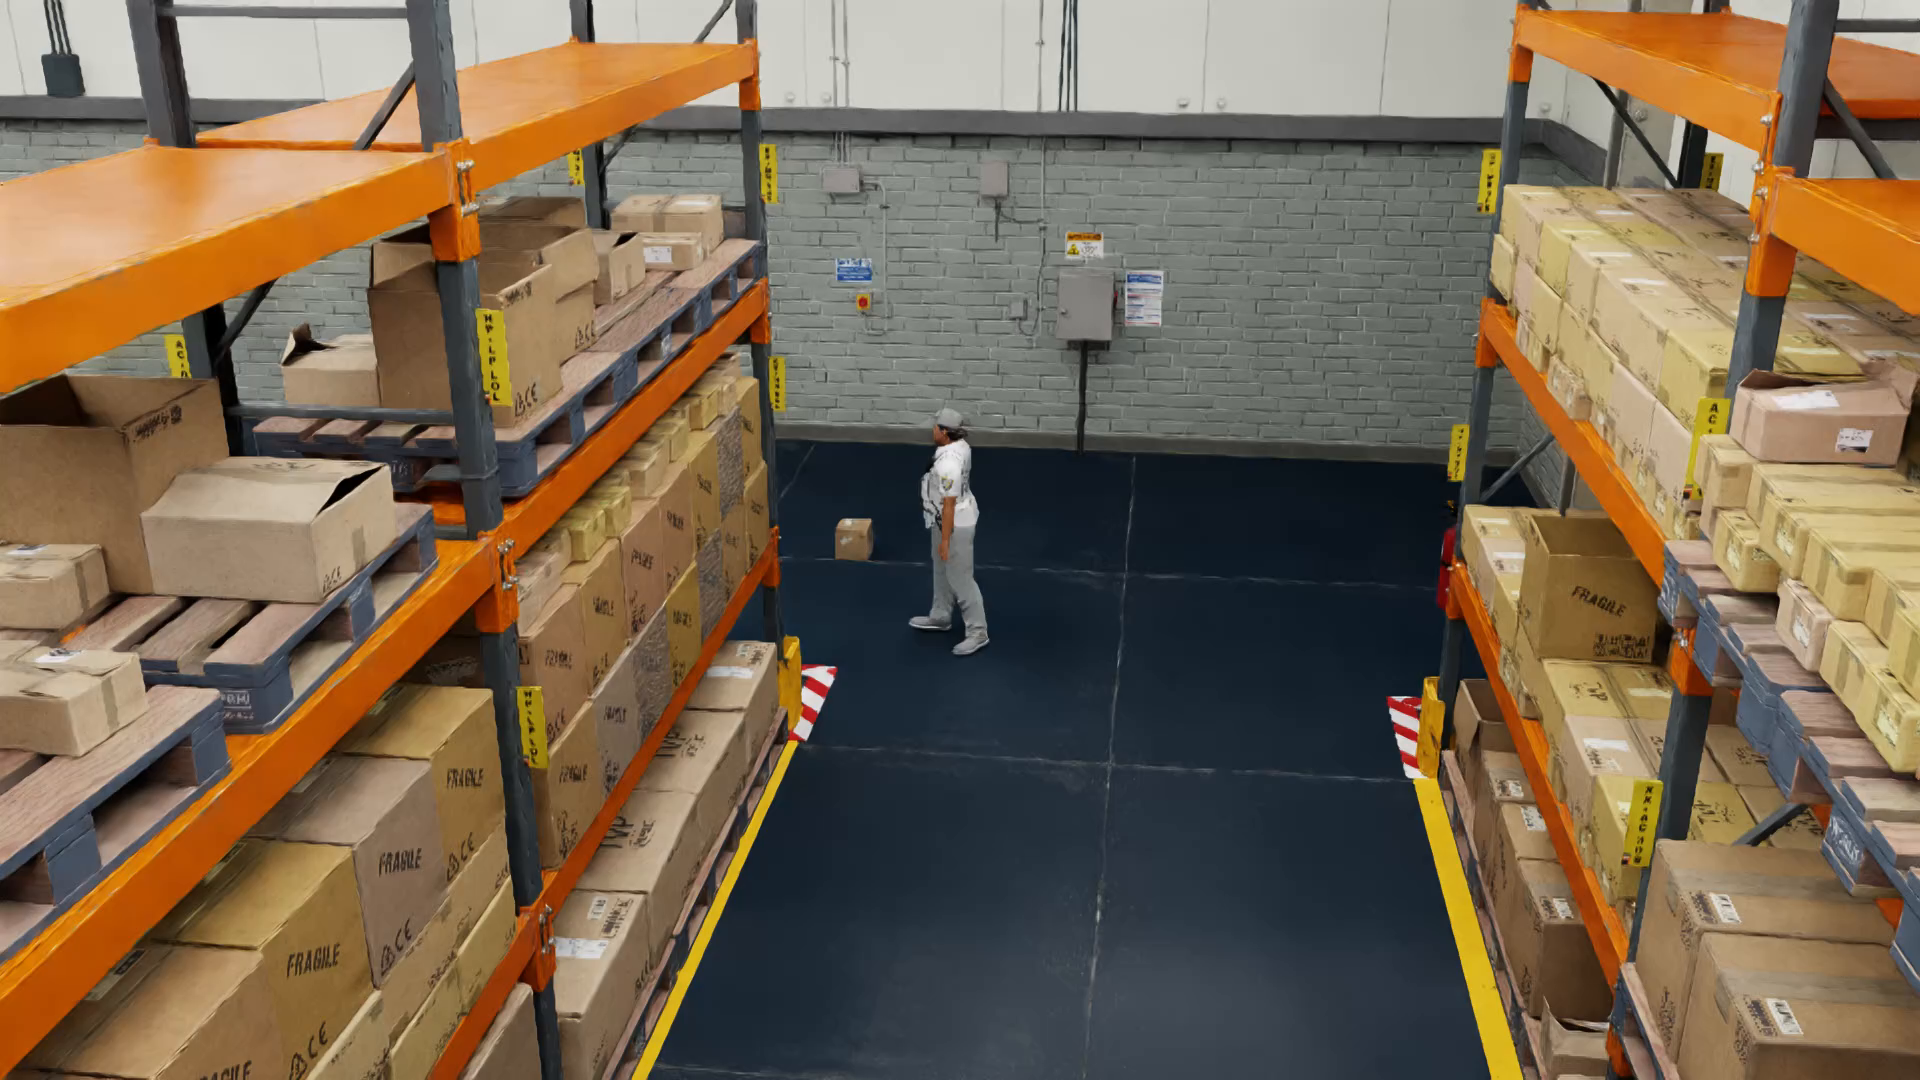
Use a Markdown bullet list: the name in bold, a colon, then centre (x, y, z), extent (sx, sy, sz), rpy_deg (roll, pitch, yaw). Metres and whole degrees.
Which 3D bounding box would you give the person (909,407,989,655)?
- **person**: centre (-0.080, -0.106, 11.317), extent (0.582, 1.650, 0.681), rpy_deg (2, 21, 4)
